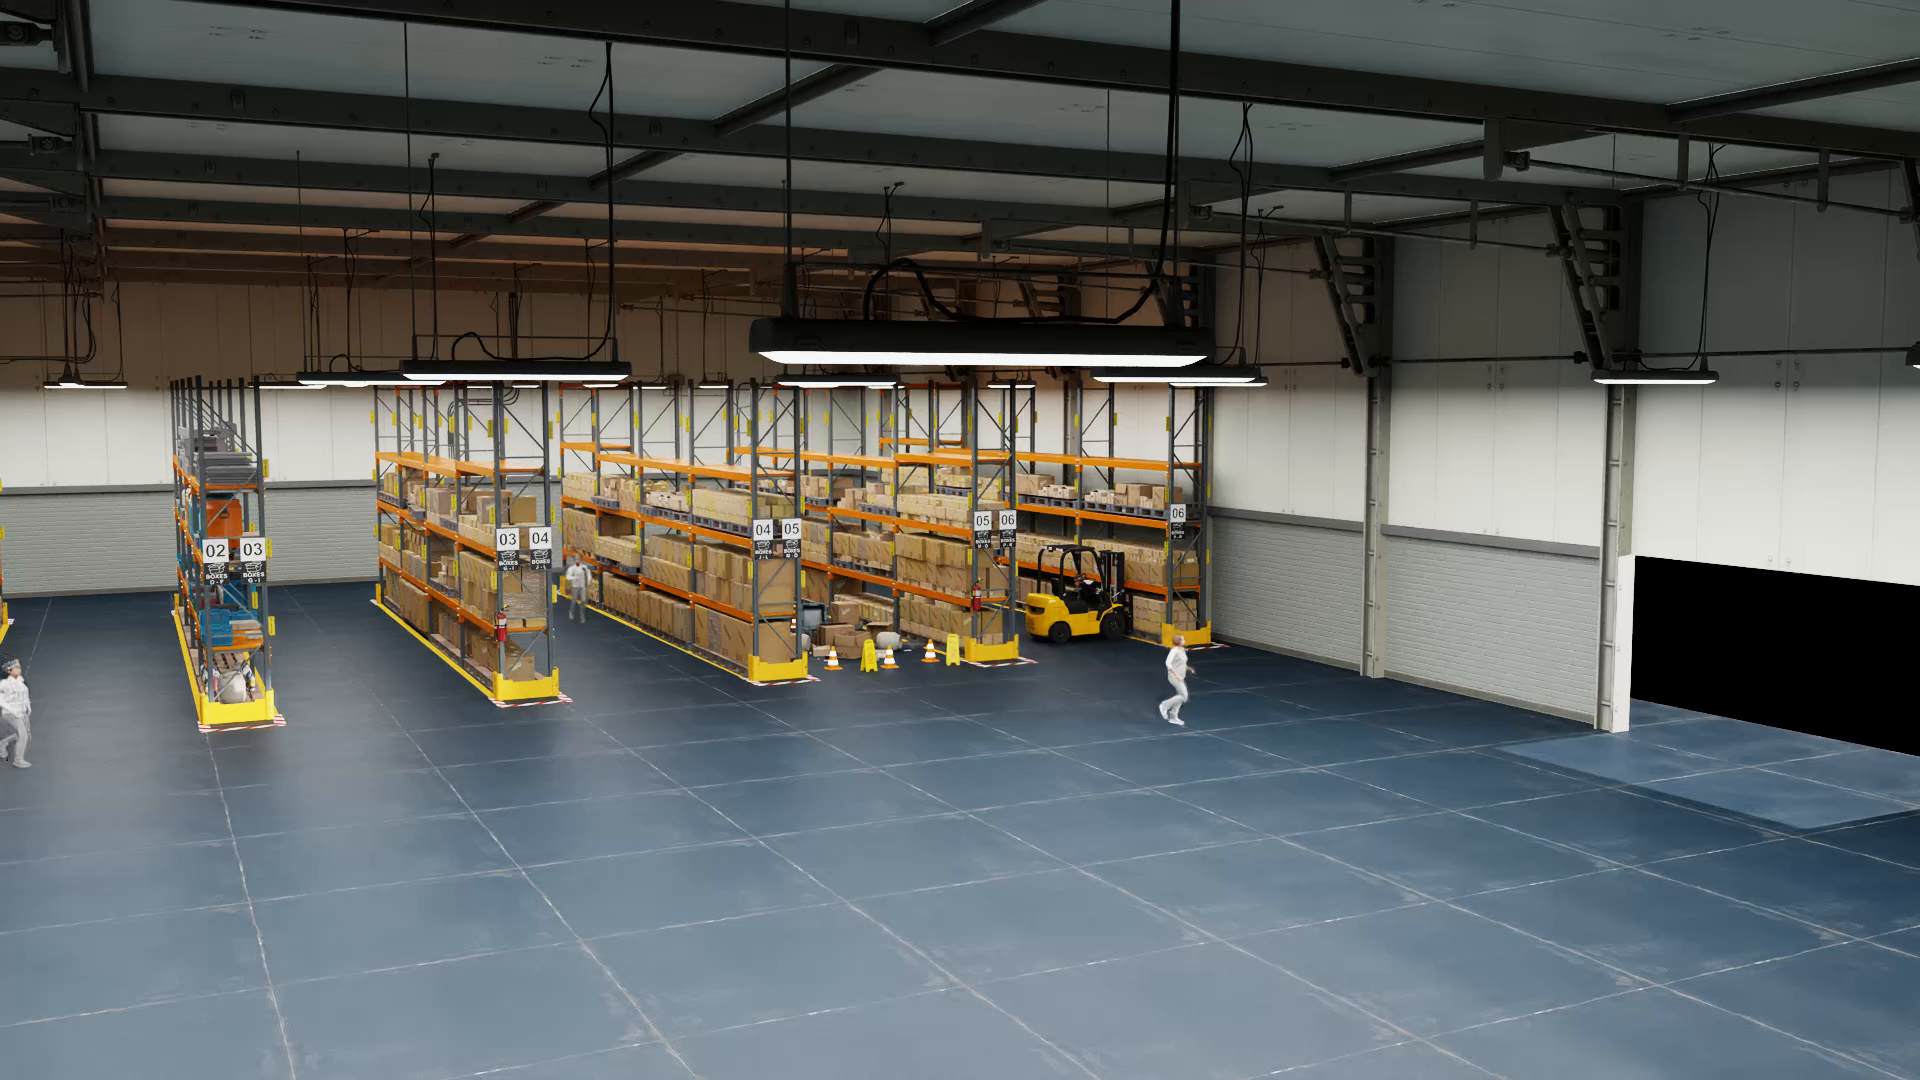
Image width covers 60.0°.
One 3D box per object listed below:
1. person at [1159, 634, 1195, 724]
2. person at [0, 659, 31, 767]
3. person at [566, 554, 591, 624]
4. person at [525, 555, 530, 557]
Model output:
[{"bbox_3d":[3.759,2.399,28.740,0.569,1.569,0.527,2,5,21],"label":"person"},{"bbox_3d":[-14.533,2.644,25.459,0.598,1.661,0.647,0,5,4],"label":"person"},{"bbox_3d":[-9.504,1.200,41.424,0.623,1.735,0.883,-2,5,-22],"label":"person"},{"bbox_3d":[-12.416,0.772,47.138,0.583,1.549,0.593,1,5,15],"label":"person"}]
